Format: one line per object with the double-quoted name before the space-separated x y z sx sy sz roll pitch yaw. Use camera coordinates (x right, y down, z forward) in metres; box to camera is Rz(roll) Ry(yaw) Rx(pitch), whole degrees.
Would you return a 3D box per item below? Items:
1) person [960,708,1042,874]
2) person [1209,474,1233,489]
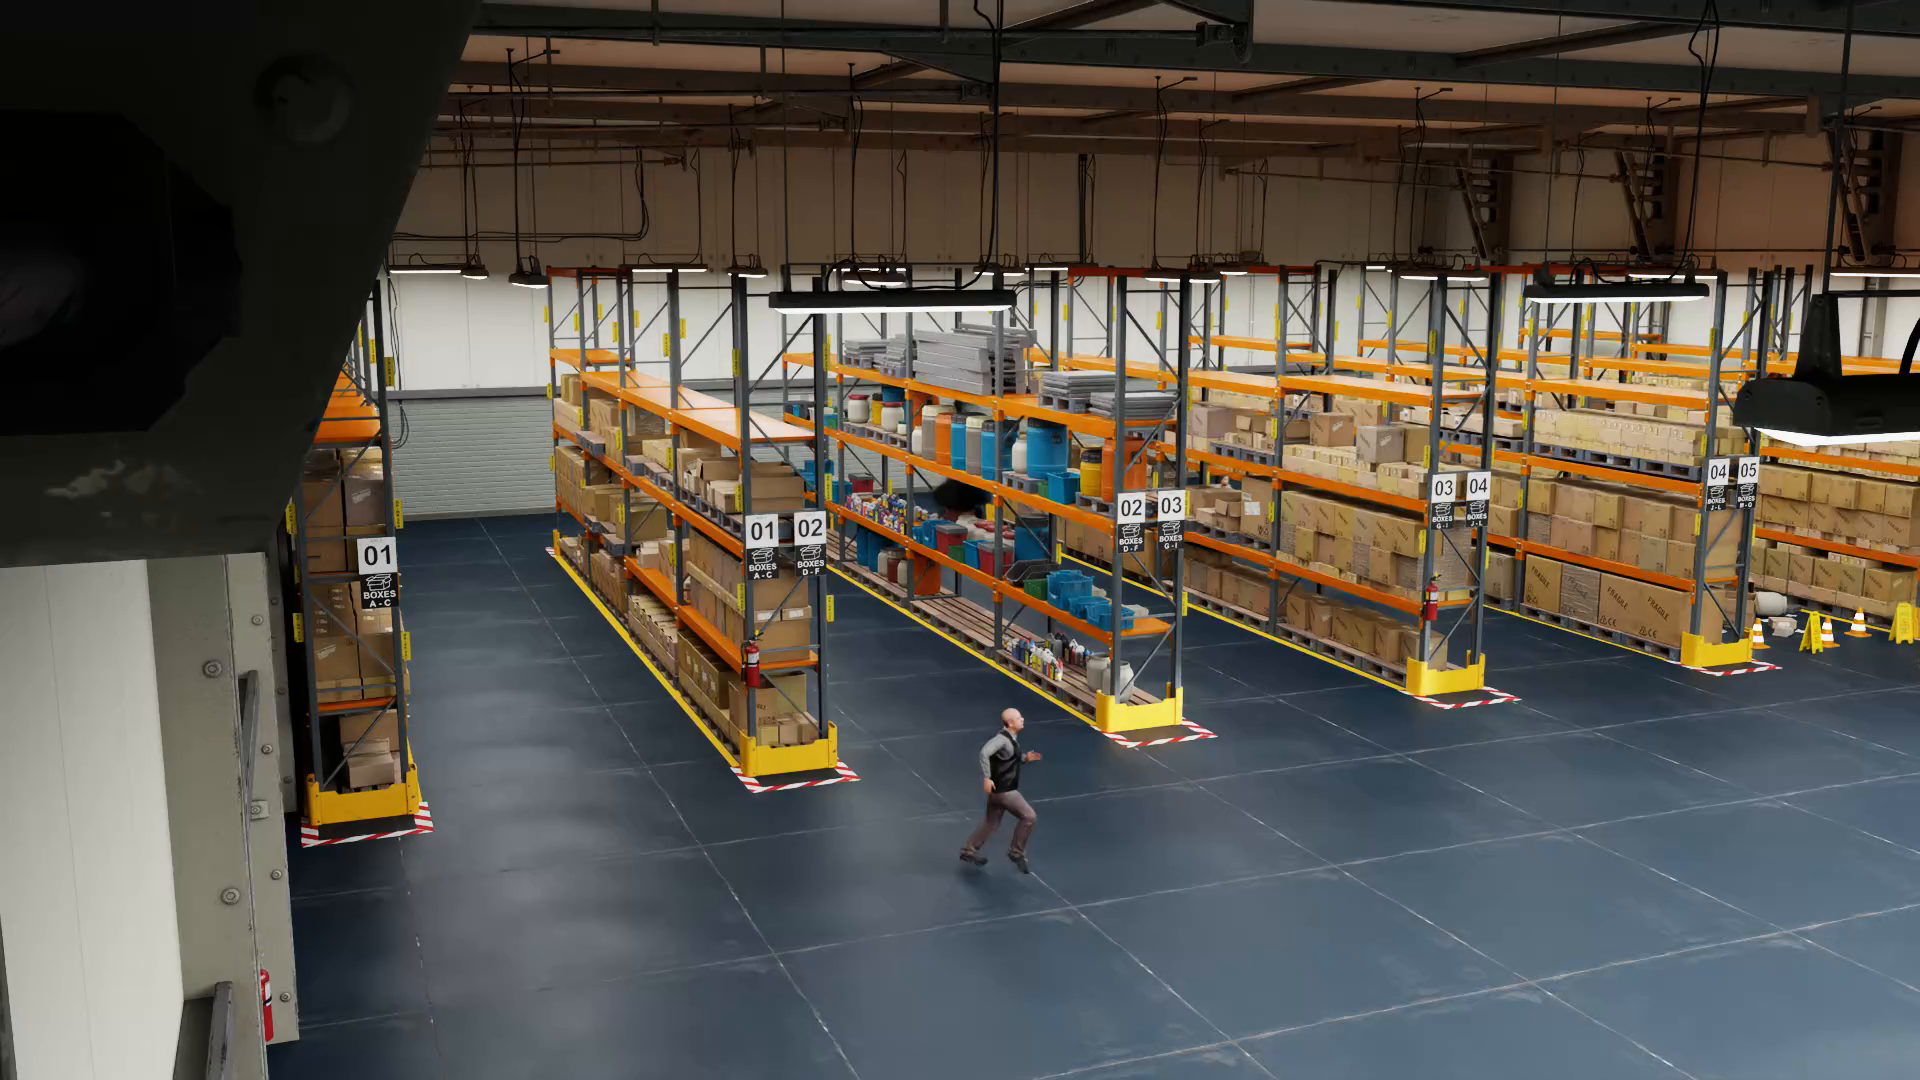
"person" 0.414 2.576 16.992 0.839 1.747 0.680 0 10 3
"person" 5.564 -0.647 35.636 0.555 1.592 0.832 -4 11 -22
